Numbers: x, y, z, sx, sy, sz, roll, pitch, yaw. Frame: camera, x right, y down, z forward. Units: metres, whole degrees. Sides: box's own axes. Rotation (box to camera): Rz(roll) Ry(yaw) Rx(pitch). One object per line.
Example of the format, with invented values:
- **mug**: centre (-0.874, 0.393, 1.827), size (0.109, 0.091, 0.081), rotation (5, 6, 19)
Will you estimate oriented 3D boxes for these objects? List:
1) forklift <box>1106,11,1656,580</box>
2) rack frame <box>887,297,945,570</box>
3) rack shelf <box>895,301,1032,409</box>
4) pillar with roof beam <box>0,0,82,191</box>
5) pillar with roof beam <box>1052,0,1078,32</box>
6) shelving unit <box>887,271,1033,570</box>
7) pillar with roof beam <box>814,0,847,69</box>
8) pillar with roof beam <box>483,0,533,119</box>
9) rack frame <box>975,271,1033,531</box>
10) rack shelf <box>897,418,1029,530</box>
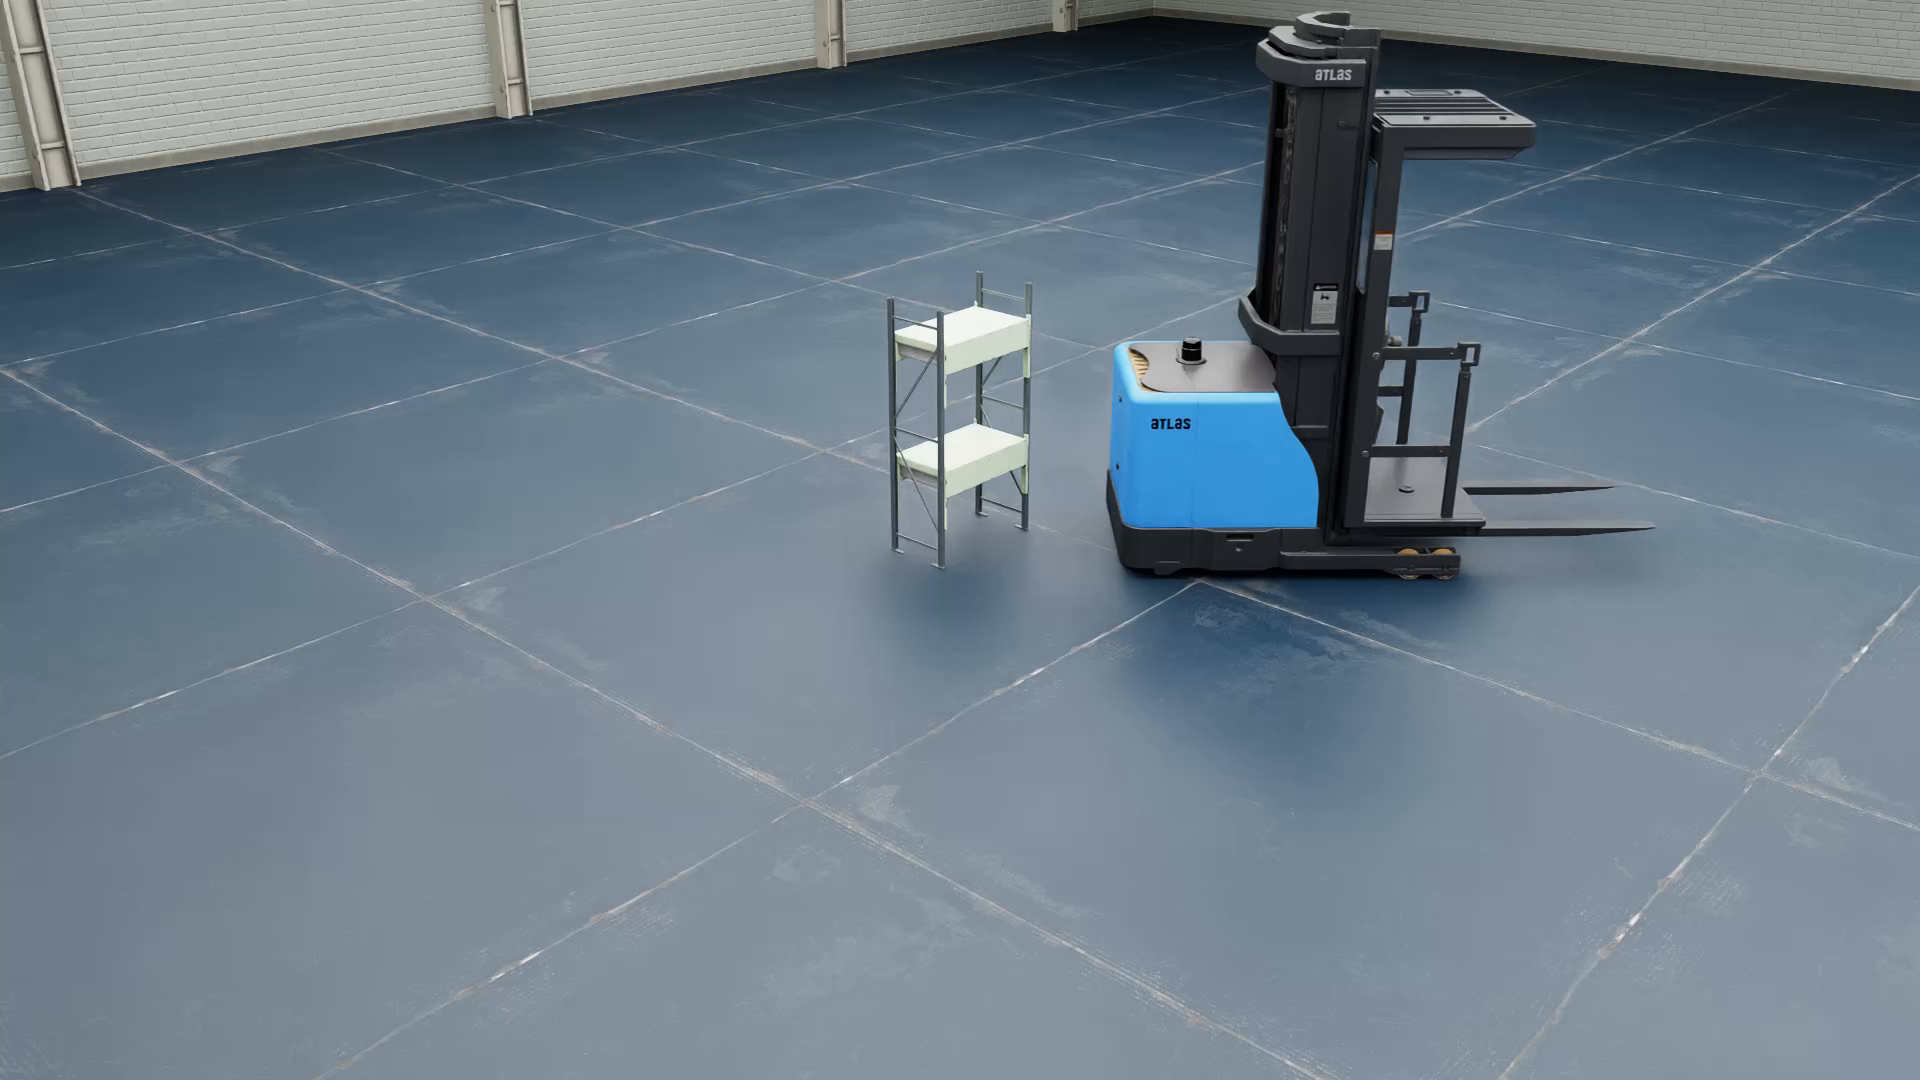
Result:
- **forklift**: centre (2.406, -1.335, 9.146), size (3.031, 2.935, 1.130), rotation (0, 24, -1)
- **rack frame**: centre (-0.240, -0.575, 9.199), size (0.400, 1.500, 0.023), rotation (20, 31, 38)
- **rack shelf**: centre (0.004, -1.042, 9.288), size (0.431, 0.370, 0.720), rotation (20, 31, 38)
- **pillar with roof beam**: centre (-6.869, -6.886, 14.109), size (9.100, 9.000, 0.400), rotation (20, 31, 38)
- **pillar with roof beam**: centre (5.145, -12.370, 26.340), size (9.100, 9.000, 0.400), rotation (20, 31, 38)
- **shelving unit**: centre (0.004, -0.686, 9.448), size (0.431, 1.500, 0.755), rotation (20, 31, 38)
- **pillar with roof beam**: centre (1.140, -10.542, 22.263), size (9.100, 9.000, 0.400), rotation (20, 31, 38)
- **pillar with roof beam**: centre (-2.864, -8.714, 18.186), size (9.100, 9.000, 0.400), rotation (20, 31, 38)
- **rack frame**: centre (0.249, -0.798, 9.696), size (0.400, 1.500, 0.023), rotation (20, 31, 38)
- **rack shelf**: centre (0.004, -0.389, 9.581), size (0.431, 0.370, 0.720), rotation (20, 31, 38)
